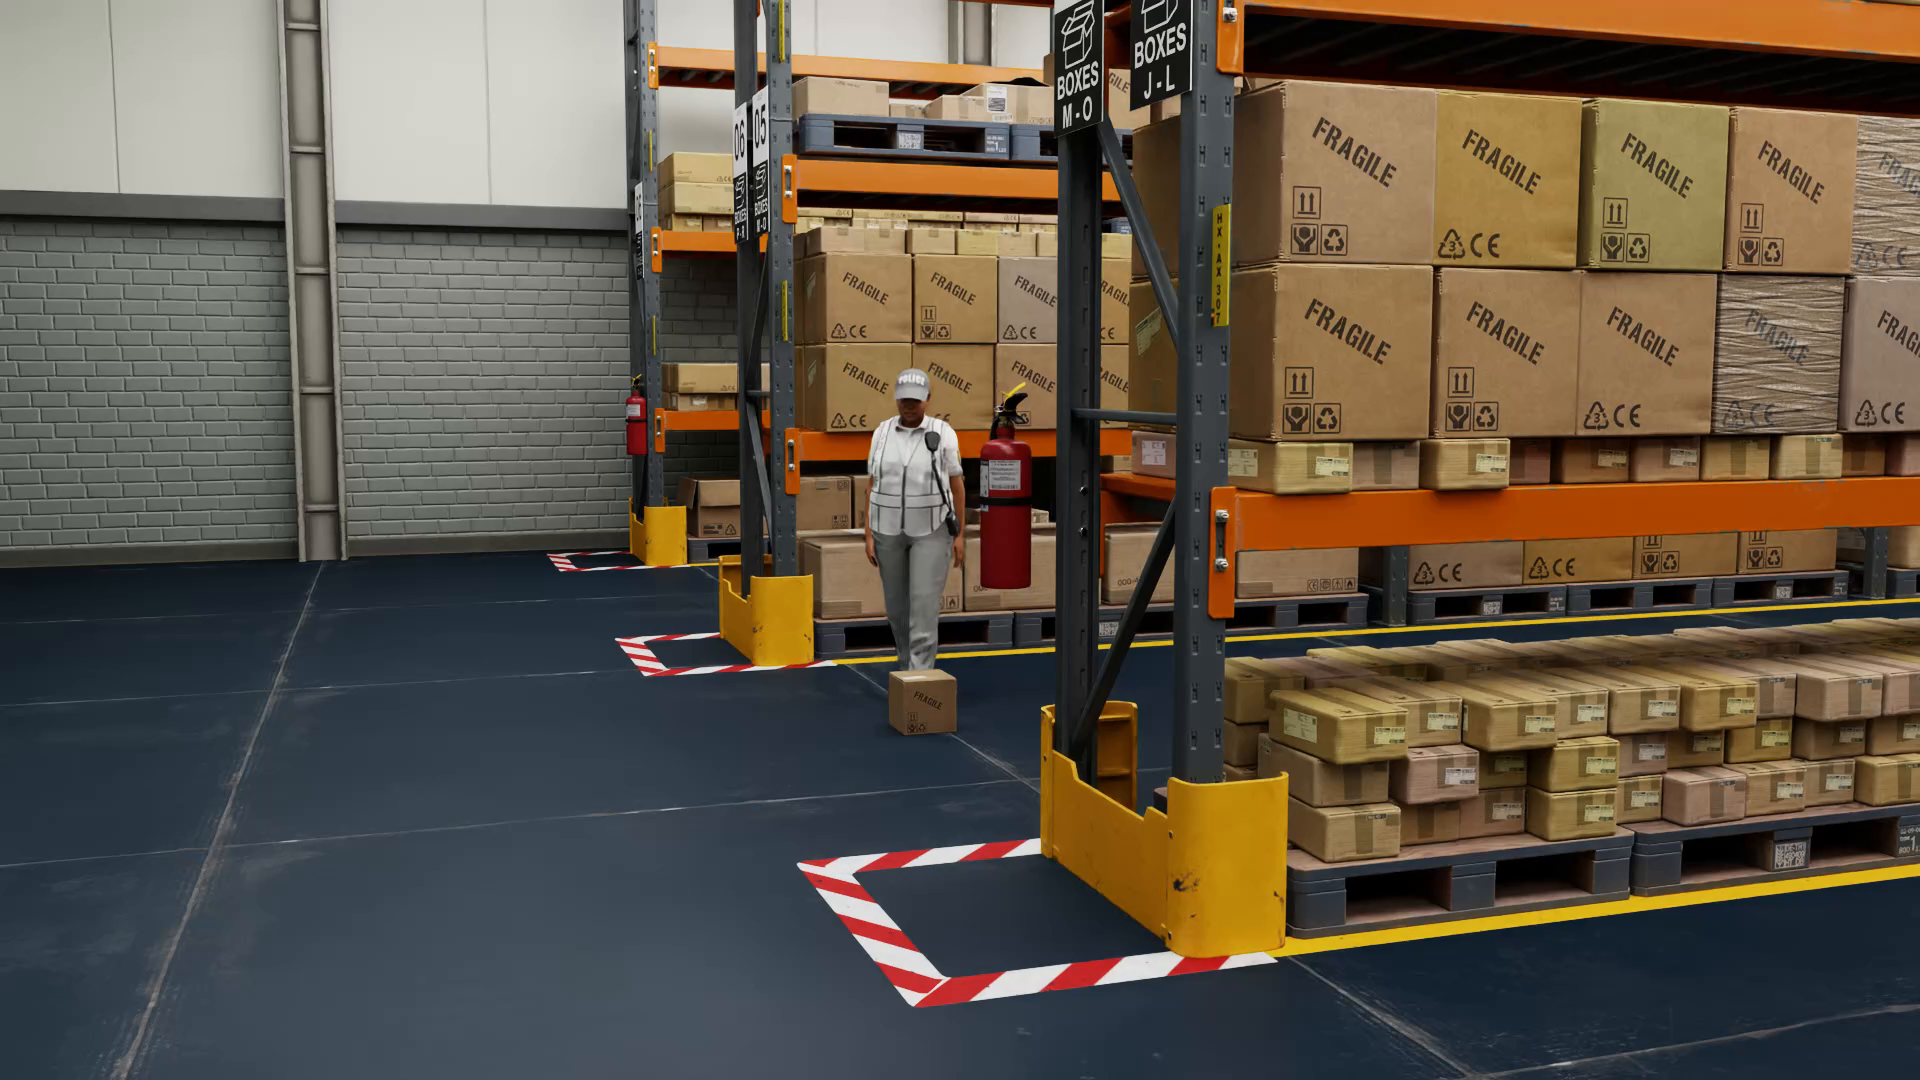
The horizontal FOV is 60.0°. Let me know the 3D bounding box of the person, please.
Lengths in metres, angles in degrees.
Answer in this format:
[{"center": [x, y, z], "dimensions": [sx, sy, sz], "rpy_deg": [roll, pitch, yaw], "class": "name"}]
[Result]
[{"center": [-0.242, -0.011, 8.148], "dimensions": [0.487, 1.654, 0.711], "rpy_deg": [1, 6, 14], "class": "person"}]
